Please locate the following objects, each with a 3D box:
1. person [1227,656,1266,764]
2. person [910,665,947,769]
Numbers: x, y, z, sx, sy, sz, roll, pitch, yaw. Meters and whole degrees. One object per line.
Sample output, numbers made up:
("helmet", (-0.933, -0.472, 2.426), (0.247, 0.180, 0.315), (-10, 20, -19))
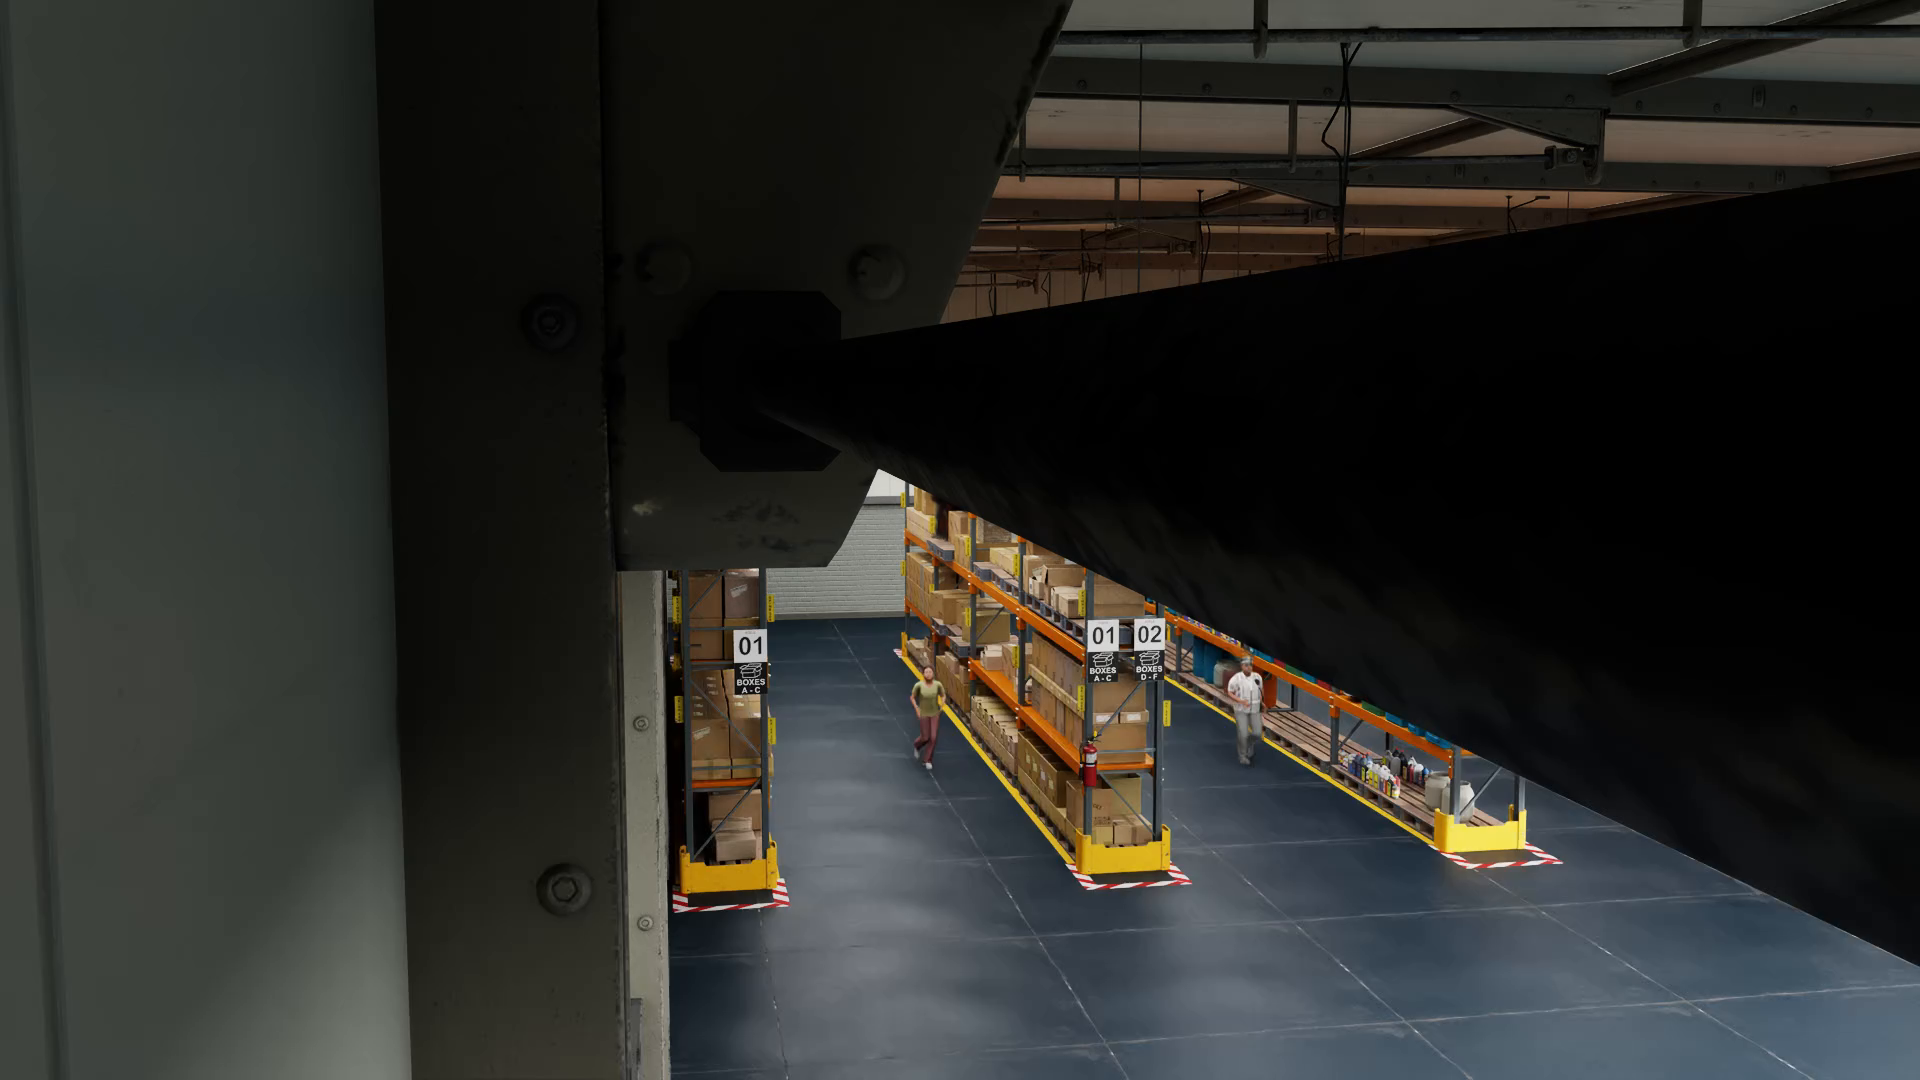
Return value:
("person", (4.609, 2.716, 26.582), (0.658, 1.738, 0.591), (-1, 6, -10))
("person", (-0.490, 2.791, 26.414), (0.574, 1.639, 0.586), (-1, 6, -12))
